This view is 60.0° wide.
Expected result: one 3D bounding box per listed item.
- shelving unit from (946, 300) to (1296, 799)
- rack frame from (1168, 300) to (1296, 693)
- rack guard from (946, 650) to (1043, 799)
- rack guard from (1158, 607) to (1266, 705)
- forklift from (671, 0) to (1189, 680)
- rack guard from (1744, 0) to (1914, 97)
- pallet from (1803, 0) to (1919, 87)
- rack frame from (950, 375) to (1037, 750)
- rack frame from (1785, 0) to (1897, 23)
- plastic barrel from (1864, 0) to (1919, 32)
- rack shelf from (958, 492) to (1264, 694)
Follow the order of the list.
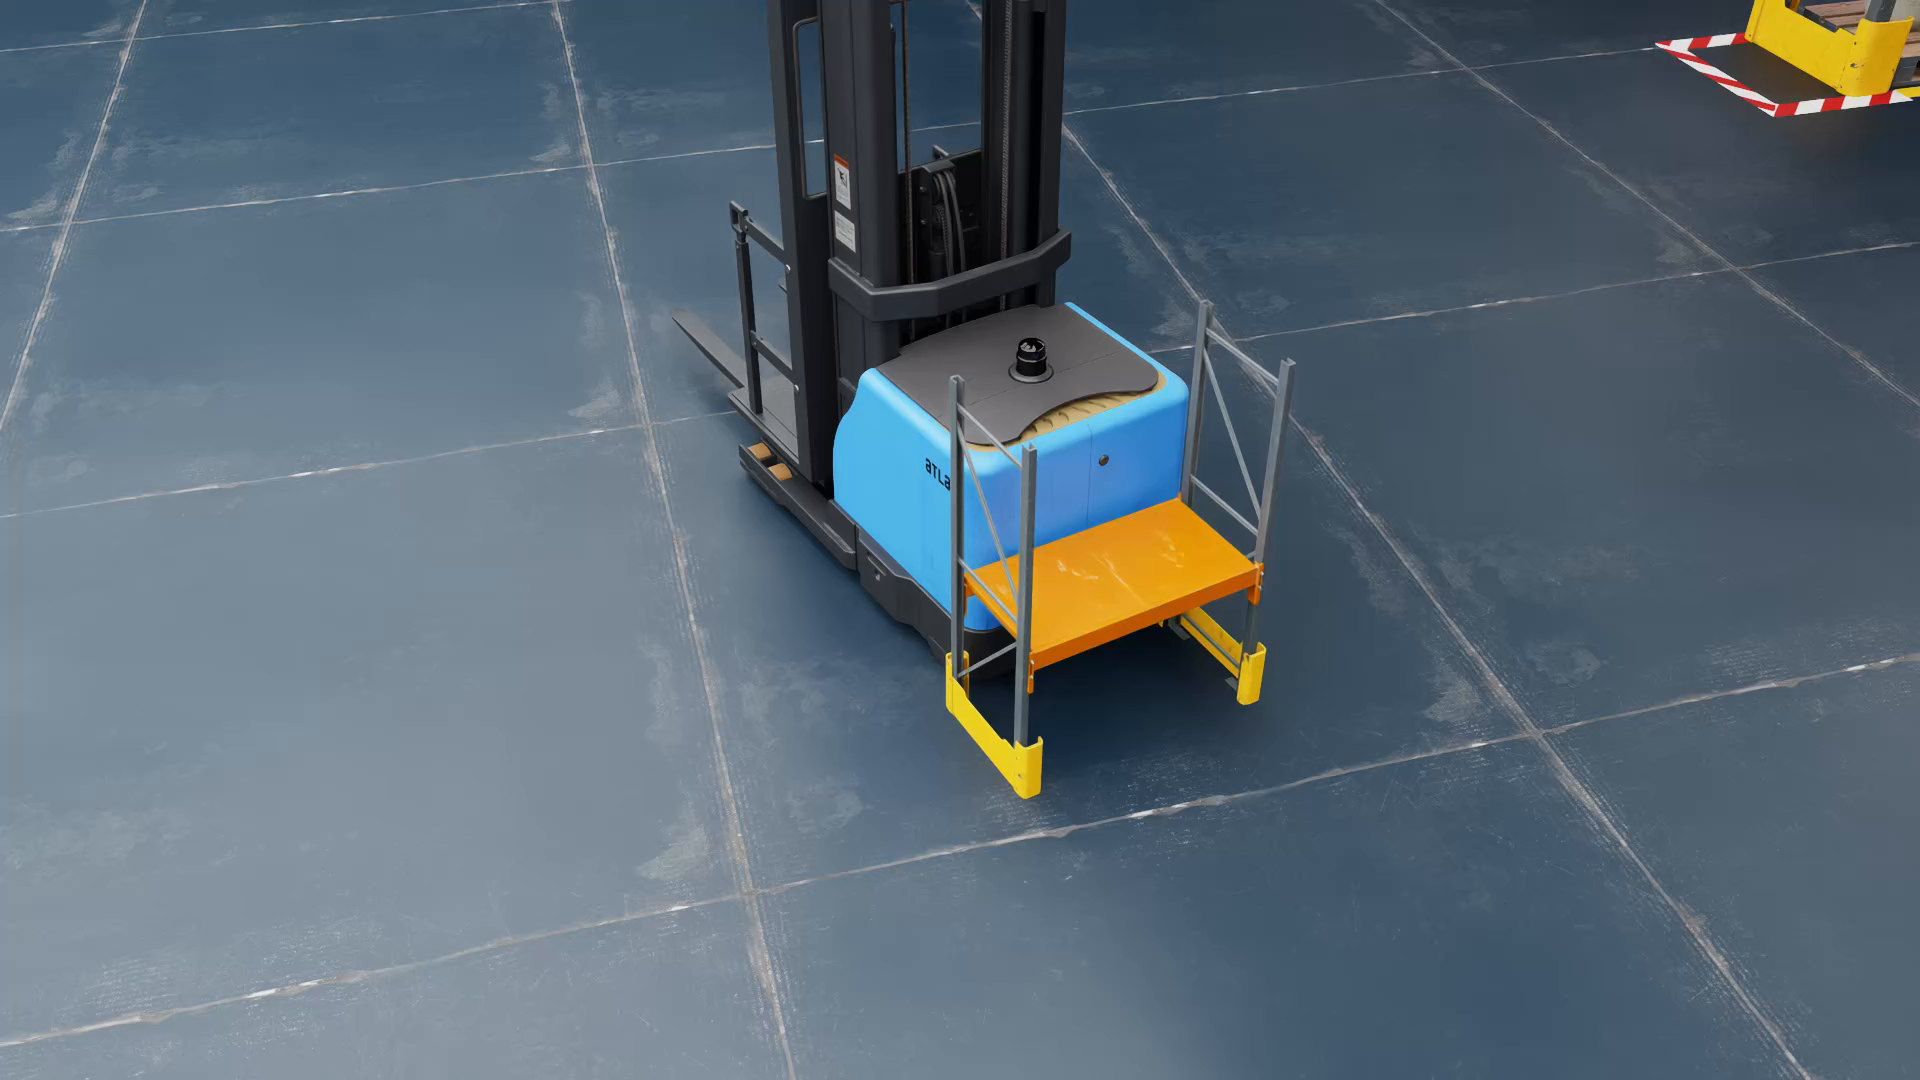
[{"bbox_3d":[0.553,0.030,5.977,1.083,1.500,0.587,-19,41,-23],"label":"shelving unit"},{"bbox_3d":[0.986,-0.121,6.174,0.032,1.500,0.500,-19,41,-23],"label":"rack frame"},{"bbox_3d":[0.120,0.676,6.161,0.087,0.250,0.587,-19,41,-23],"label":"rack guard"},{"bbox_3d":[0.985,0.376,6.553,0.087,0.250,0.587,-19,41,-23],"label":"rack guard"},{"bbox_3d":[-0.347,-1.484,6.778,1.130,2.935,3.031,-22,42,-26],"label":"forklift"},{"bbox_3d":[5.954,-3.523,11.445,0.348,0.500,1.175,-9,38,-12],"label":"rack guard"},{"bbox_3d":[6.740,-3.534,11.697,1.213,0.211,1.003,-9,38,-12],"label":"pallet"},{"bbox_3d":[0.103,0.185,5.773,0.032,1.500,0.500,-19,41,-23],"label":"rack frame"},{"bbox_3d":[5.893,-4.477,10.633,0.127,3.000,1.000,-9,38,-12],"label":"rack frame"},{"bbox_3d":[6.508,-3.804,11.457,0.421,0.512,0.421,0,37,0],"label":"plastic barrel"},{"bbox_3d":[0.545,0.175,6.083,1.000,0.185,0.538,-19,41,-23],"label":"rack shelf"}]
